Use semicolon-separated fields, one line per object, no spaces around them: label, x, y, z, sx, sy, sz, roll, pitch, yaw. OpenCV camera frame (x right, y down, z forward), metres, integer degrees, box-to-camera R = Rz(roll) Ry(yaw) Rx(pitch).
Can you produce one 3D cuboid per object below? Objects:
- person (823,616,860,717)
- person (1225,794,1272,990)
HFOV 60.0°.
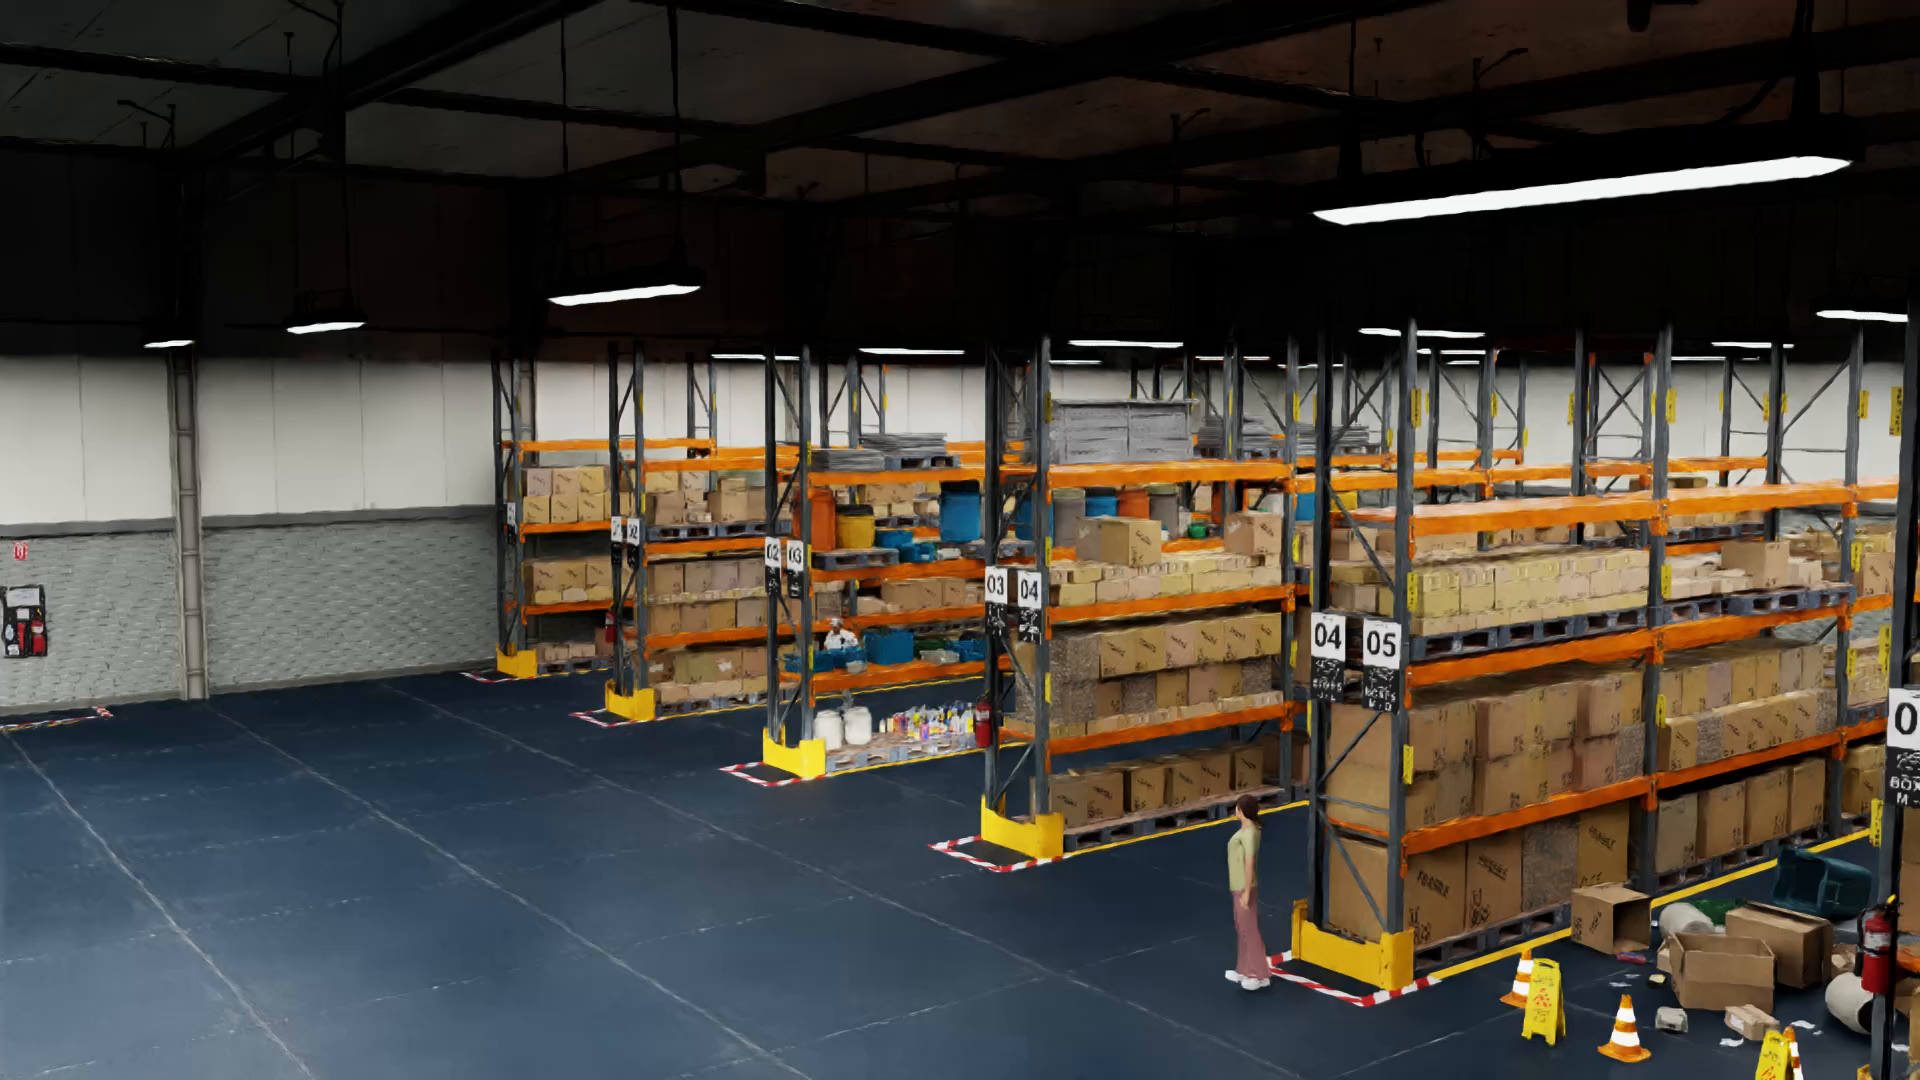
person;-1.866;2.006;26.836;0.660;1.596;0.811;3;6;35
person;2.533;3.064;14.548;0.420;1.668;0.515;1;5;16
